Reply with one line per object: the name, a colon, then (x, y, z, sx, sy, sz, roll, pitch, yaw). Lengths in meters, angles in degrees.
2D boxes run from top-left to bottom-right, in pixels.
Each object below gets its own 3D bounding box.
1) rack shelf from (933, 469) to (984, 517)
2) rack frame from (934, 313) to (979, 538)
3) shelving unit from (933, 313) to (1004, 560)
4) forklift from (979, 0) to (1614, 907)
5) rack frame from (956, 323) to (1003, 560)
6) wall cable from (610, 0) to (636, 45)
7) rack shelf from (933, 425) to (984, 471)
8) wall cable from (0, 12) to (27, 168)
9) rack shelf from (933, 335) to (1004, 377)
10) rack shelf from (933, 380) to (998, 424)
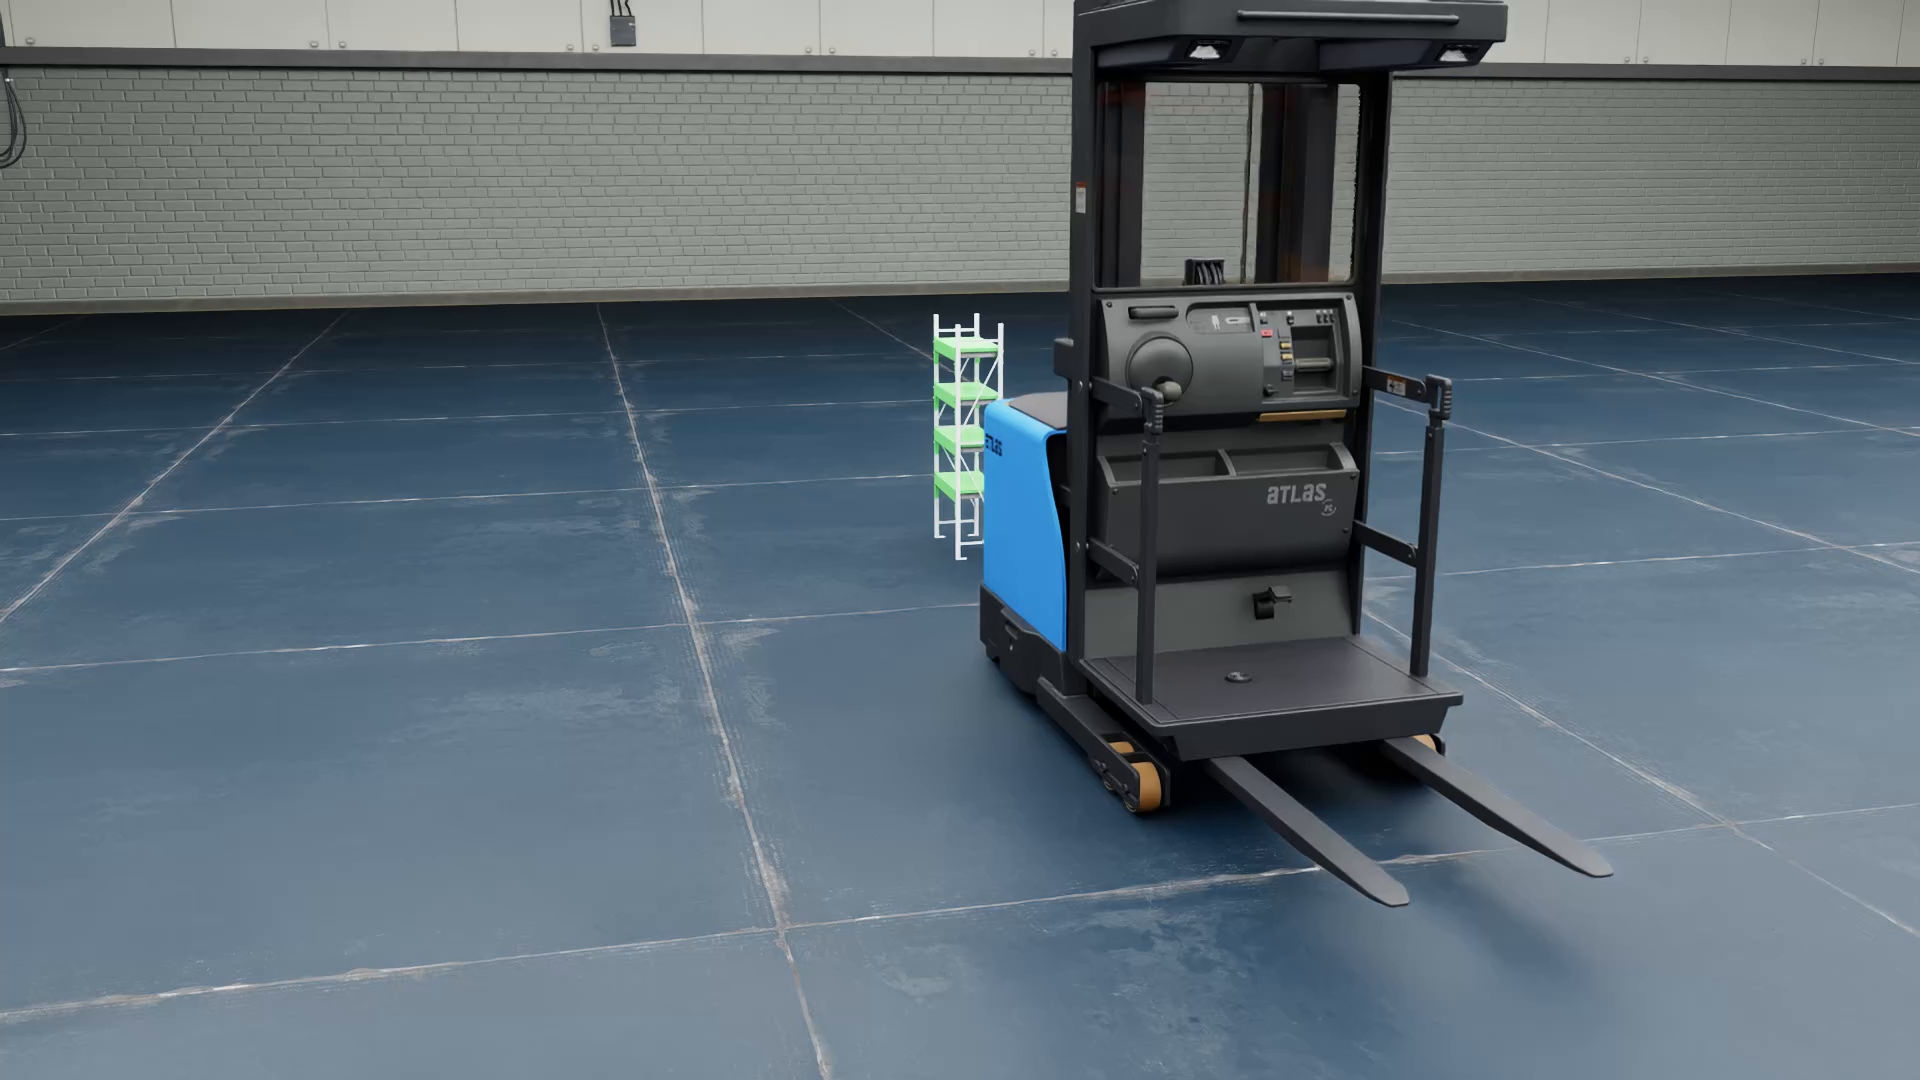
rack shelf: (0.039, -0.249, 8.700, 0.258, 0.148, 0.480, -3, 14, -13)
rack frame: (-0.018, -0.601, 8.859, 0.240, 1.200, 0.015, -3, 14, -13)
shelving unit: (0.039, -0.545, 8.628, 0.258, 1.200, 0.503, -3, 14, -13)
forklift: (0.984, -0.650, 5.412, 1.130, 2.935, 3.031, -4, 14, -16)
rack frame: (0.096, -0.488, 8.398, 0.240, 1.200, 0.015, -3, 14, -13)
wall cable: (-3.245, -9.178, 20.367, 2.305, 6.003, 0.169, -3, 14, -13)
rack shelf: (0.039, -0.483, 8.644, 0.258, 0.148, 0.480, -3, 14, -13)
wall cable: (-12.477, -5.492, 18.988, 3.097, 2.526, 0.112, -3, 14, -13)
rack shelf: (0.039, -0.949, 8.530, 0.258, 0.148, 0.480, -3, 14, -13)
rack shelf: (0.039, -0.716, 8.587, 0.258, 0.148, 0.480, -3, 14, -13)
